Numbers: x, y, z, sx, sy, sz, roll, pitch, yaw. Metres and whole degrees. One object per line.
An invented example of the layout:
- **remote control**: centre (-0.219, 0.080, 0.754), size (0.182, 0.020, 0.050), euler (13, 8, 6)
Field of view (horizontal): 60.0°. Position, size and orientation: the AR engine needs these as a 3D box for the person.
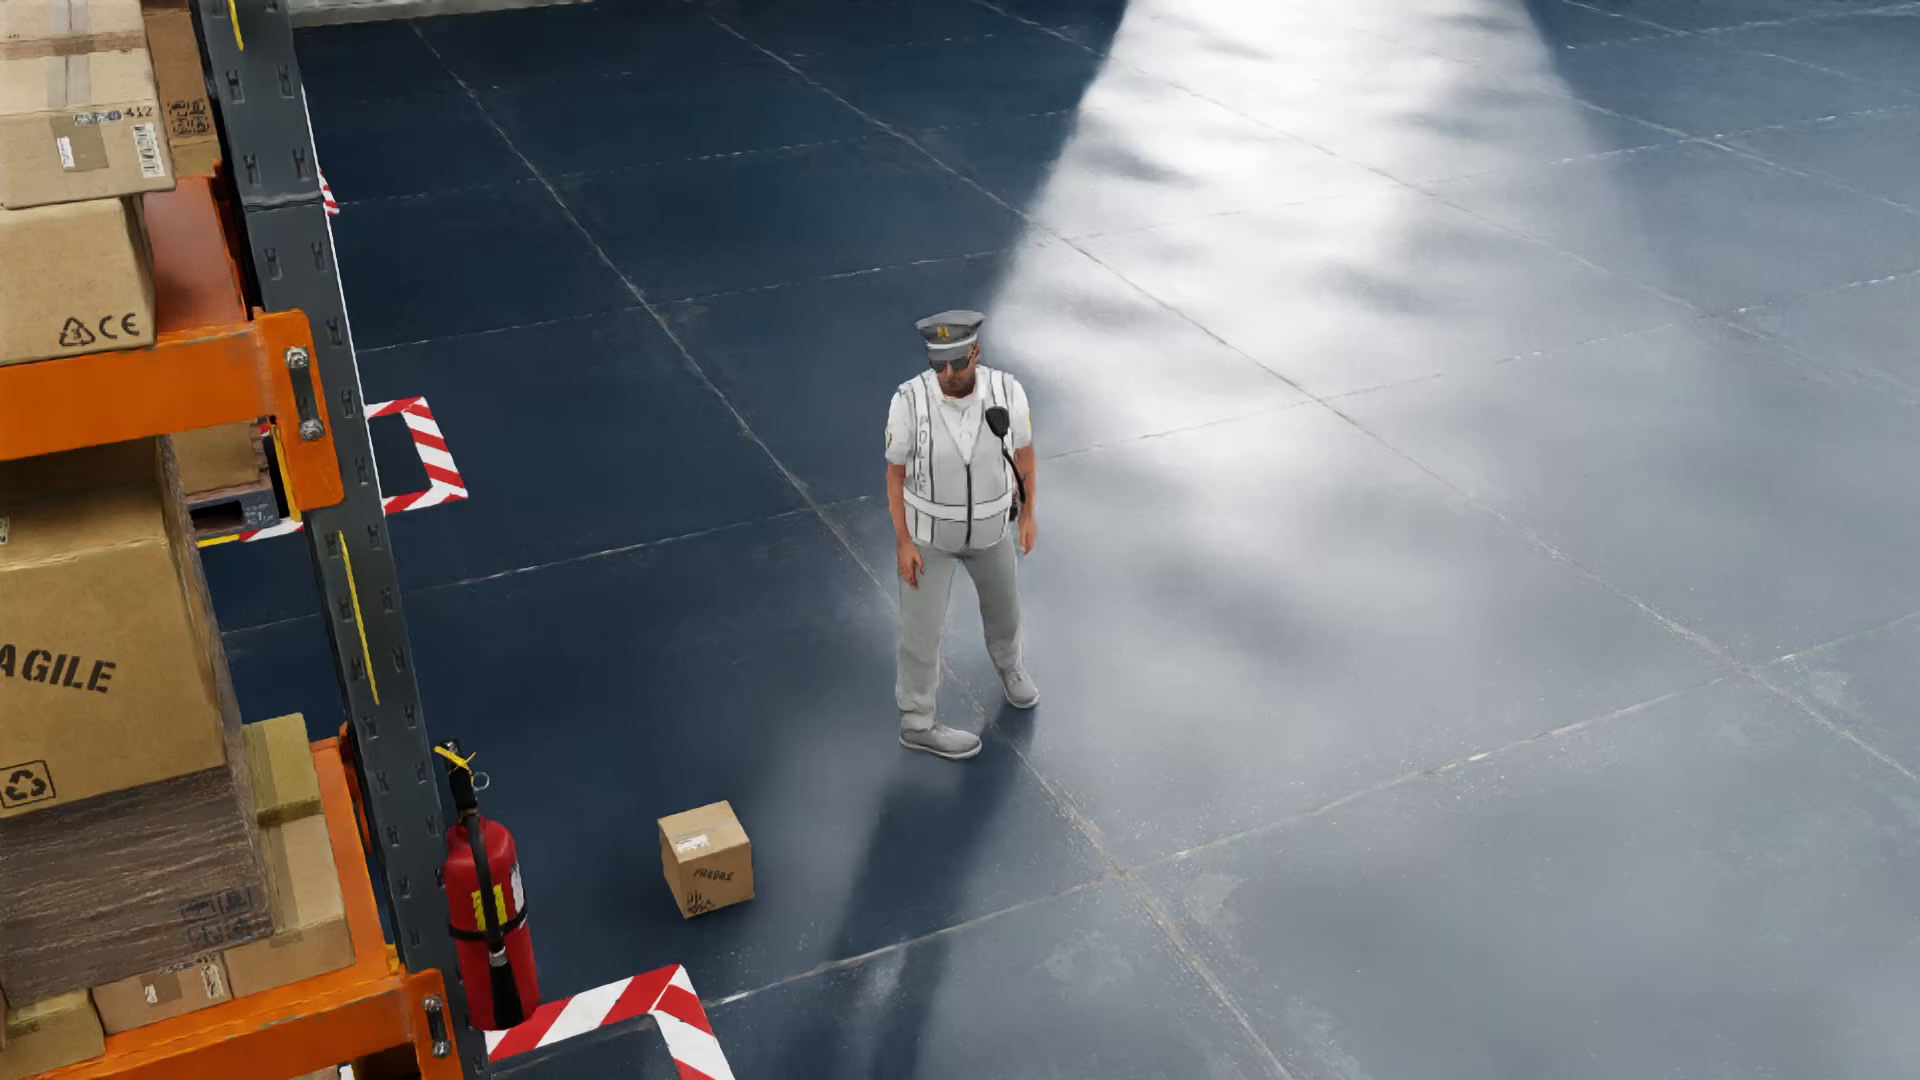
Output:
- **person**: centre (0.035, -0.046, 6.221), size (0.634, 1.755, 0.591), euler (-8, 30, -14)
